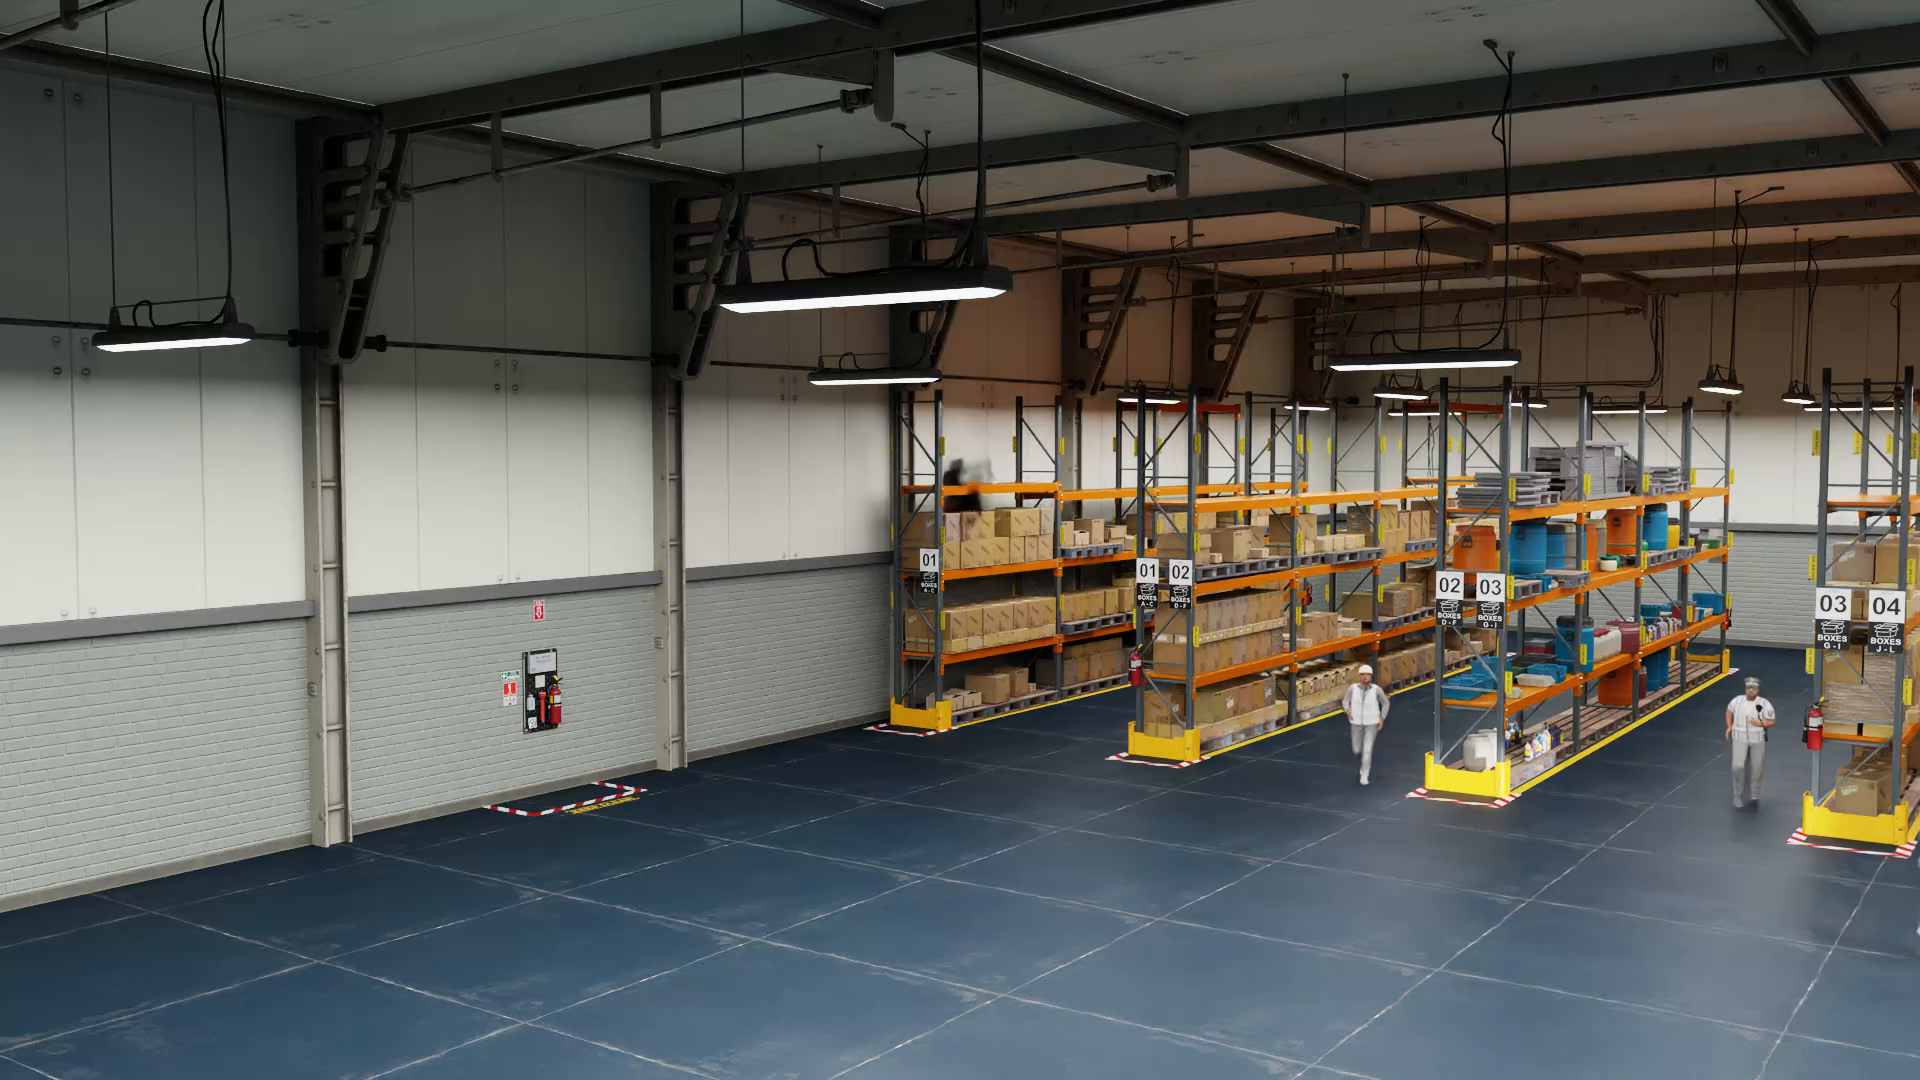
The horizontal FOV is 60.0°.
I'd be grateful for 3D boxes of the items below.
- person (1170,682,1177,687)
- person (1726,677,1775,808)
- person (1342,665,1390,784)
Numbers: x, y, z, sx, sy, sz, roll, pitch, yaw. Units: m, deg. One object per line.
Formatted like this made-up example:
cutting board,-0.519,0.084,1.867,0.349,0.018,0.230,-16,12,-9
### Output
person,3.998,2.446,30.655,0.565,1.635,0.608,2,4,37
person,10.985,2.824,23.143,0.631,1.850,0.768,2,4,28
person,6.070,2.742,24.928,0.696,1.754,0.661,2,4,25
